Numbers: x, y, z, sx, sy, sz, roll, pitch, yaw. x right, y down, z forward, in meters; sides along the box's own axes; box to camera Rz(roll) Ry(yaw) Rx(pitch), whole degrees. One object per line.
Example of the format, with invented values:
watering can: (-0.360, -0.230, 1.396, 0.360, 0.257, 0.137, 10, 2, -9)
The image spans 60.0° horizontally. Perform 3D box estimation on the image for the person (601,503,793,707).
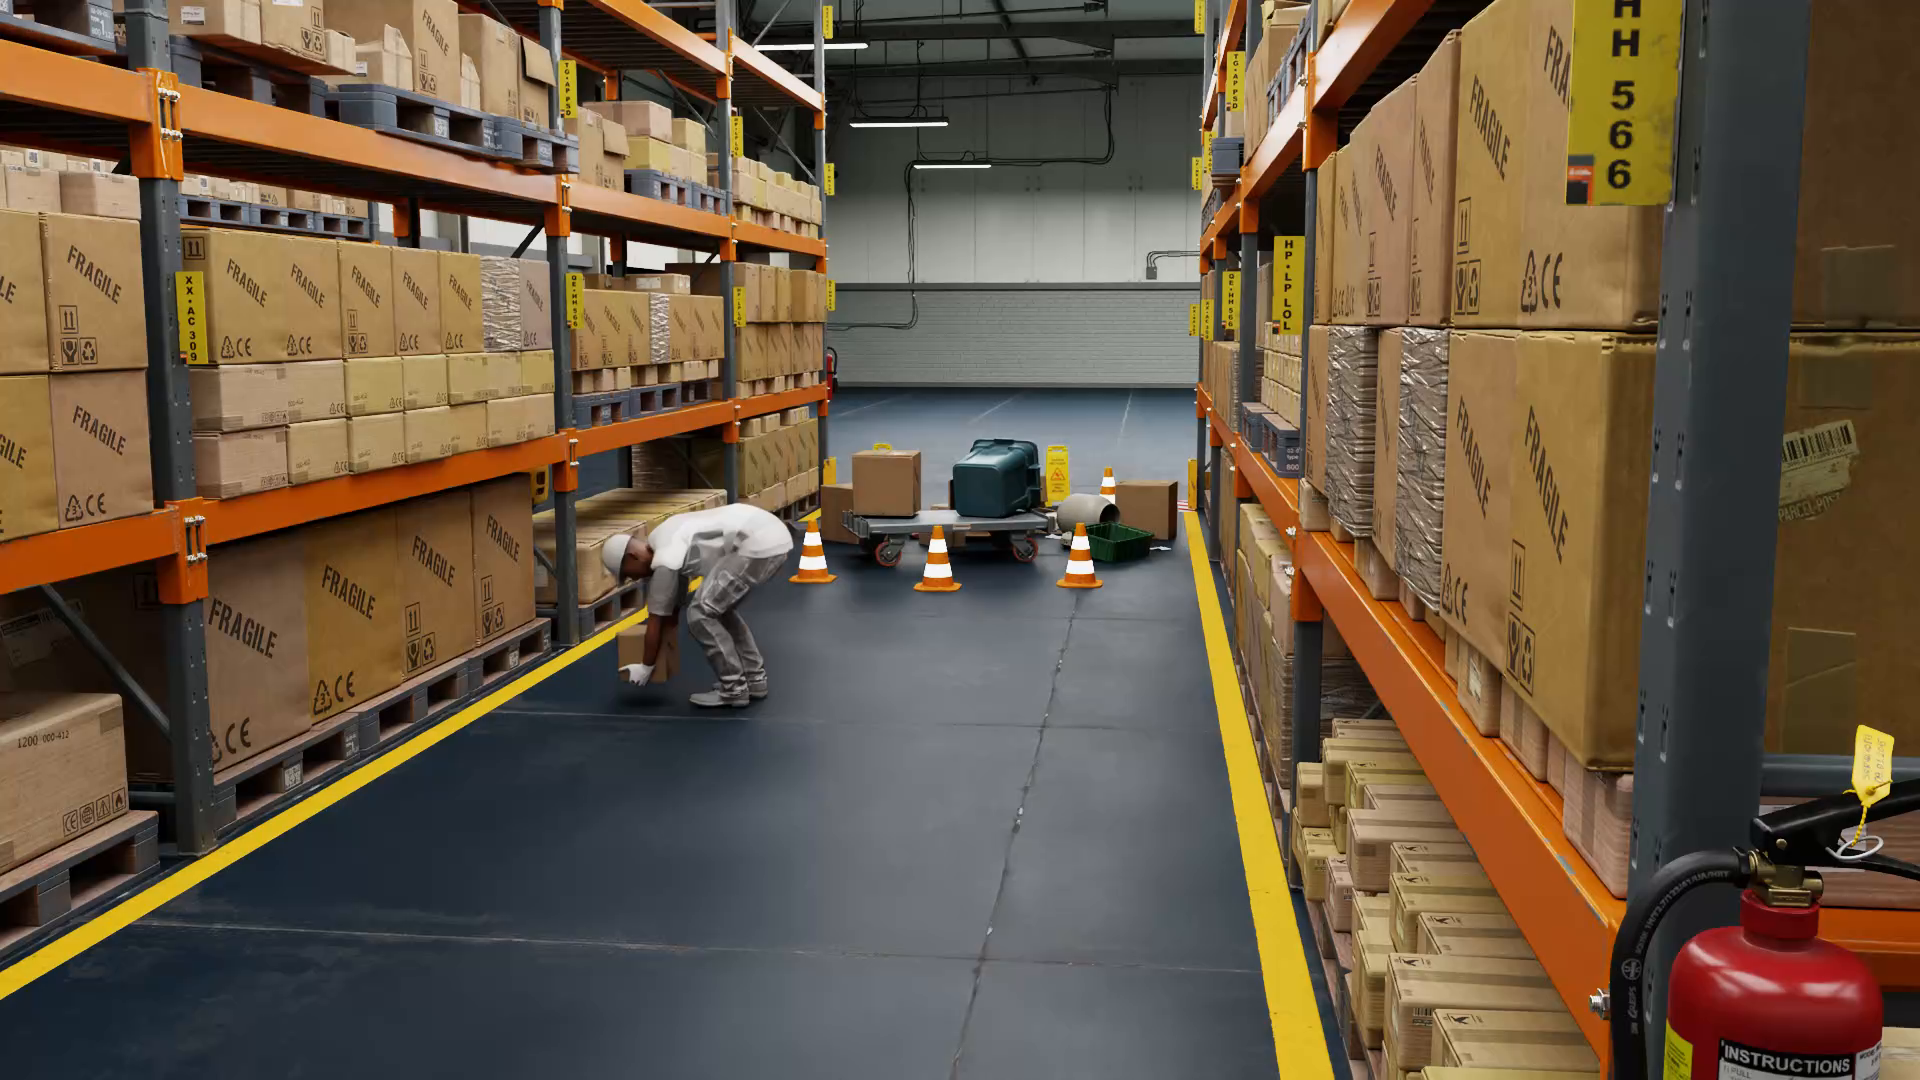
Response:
person: (-1.357, 0.329, 8.591, 0.985, 1.027, 0.517, 0, 8, 3)
